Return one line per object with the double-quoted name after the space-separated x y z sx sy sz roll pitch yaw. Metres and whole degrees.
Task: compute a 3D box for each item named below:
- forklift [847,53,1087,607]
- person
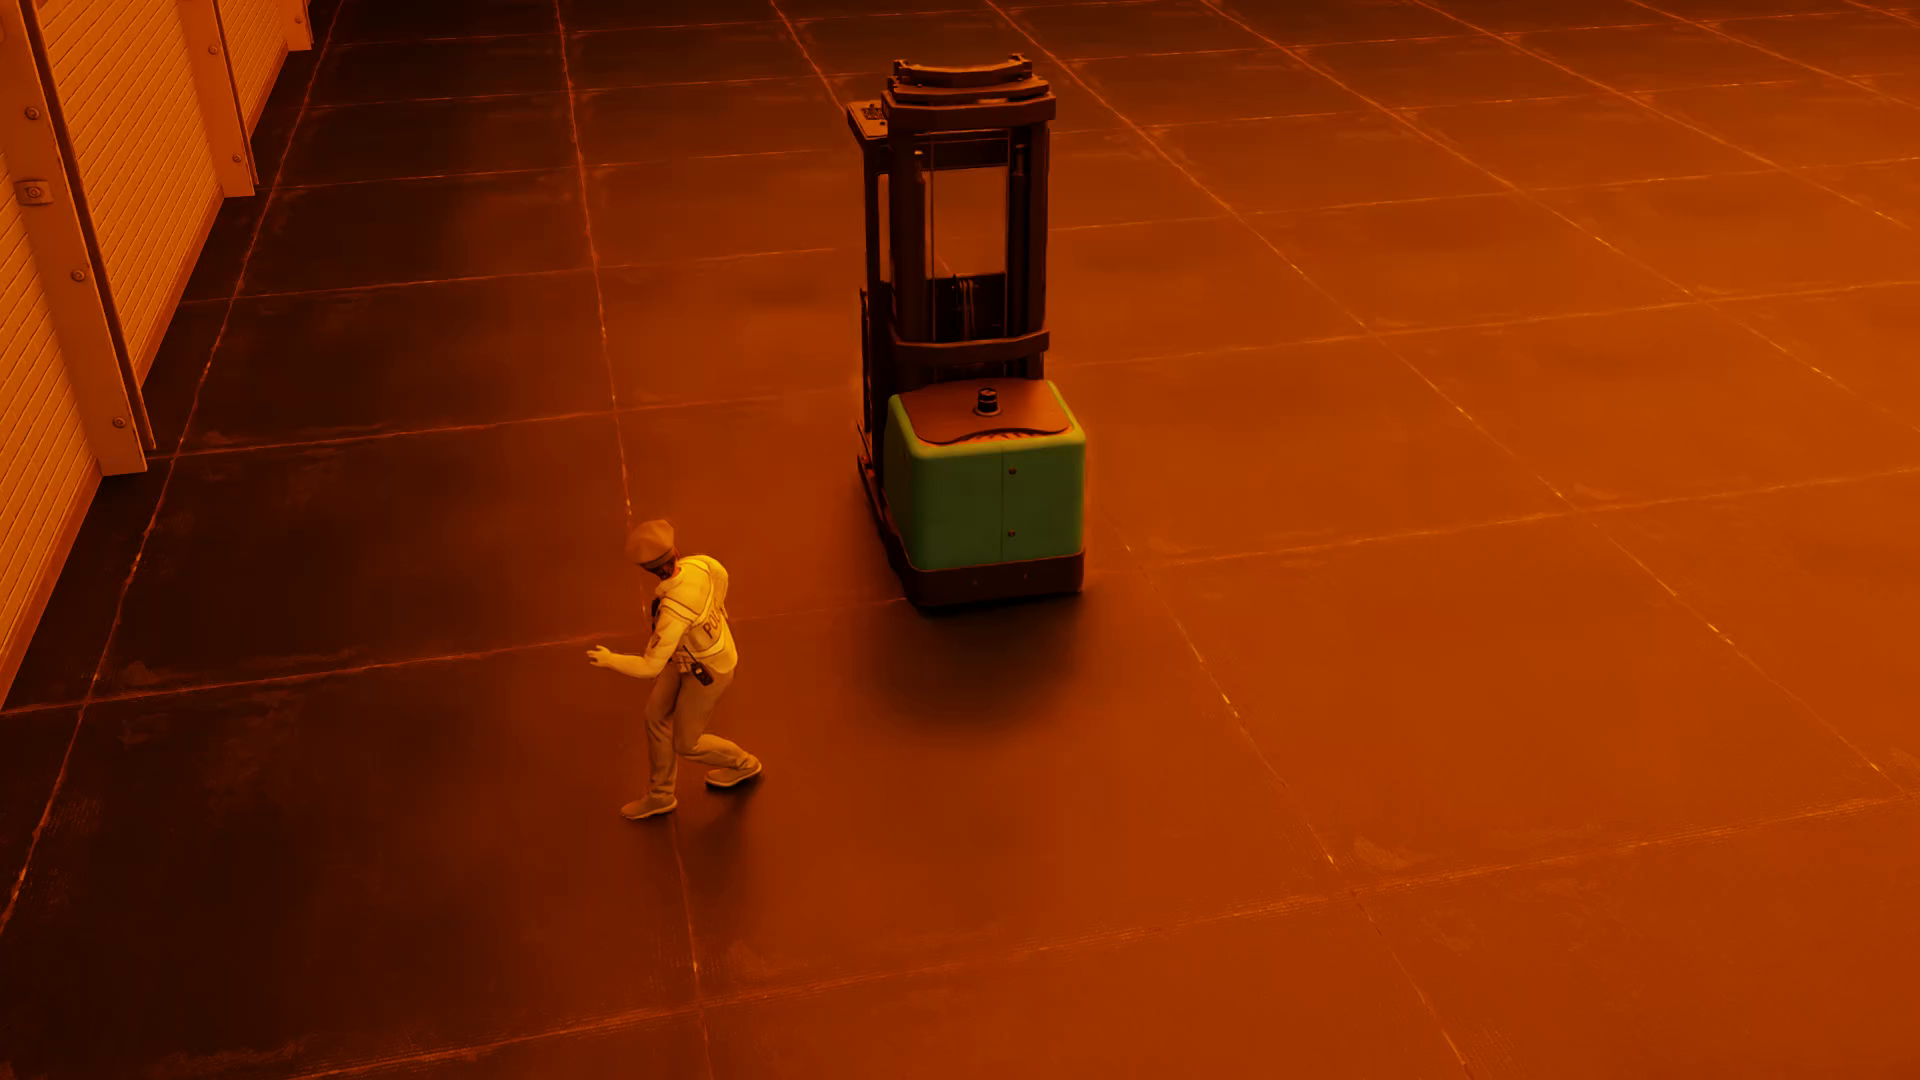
-0.070 -1.604 10.345 1.130 2.935 3.031 -6 31 -10 "forklift"
-1.394 0.568 8.006 0.767 1.563 0.742 -5 31 -9 "person"
